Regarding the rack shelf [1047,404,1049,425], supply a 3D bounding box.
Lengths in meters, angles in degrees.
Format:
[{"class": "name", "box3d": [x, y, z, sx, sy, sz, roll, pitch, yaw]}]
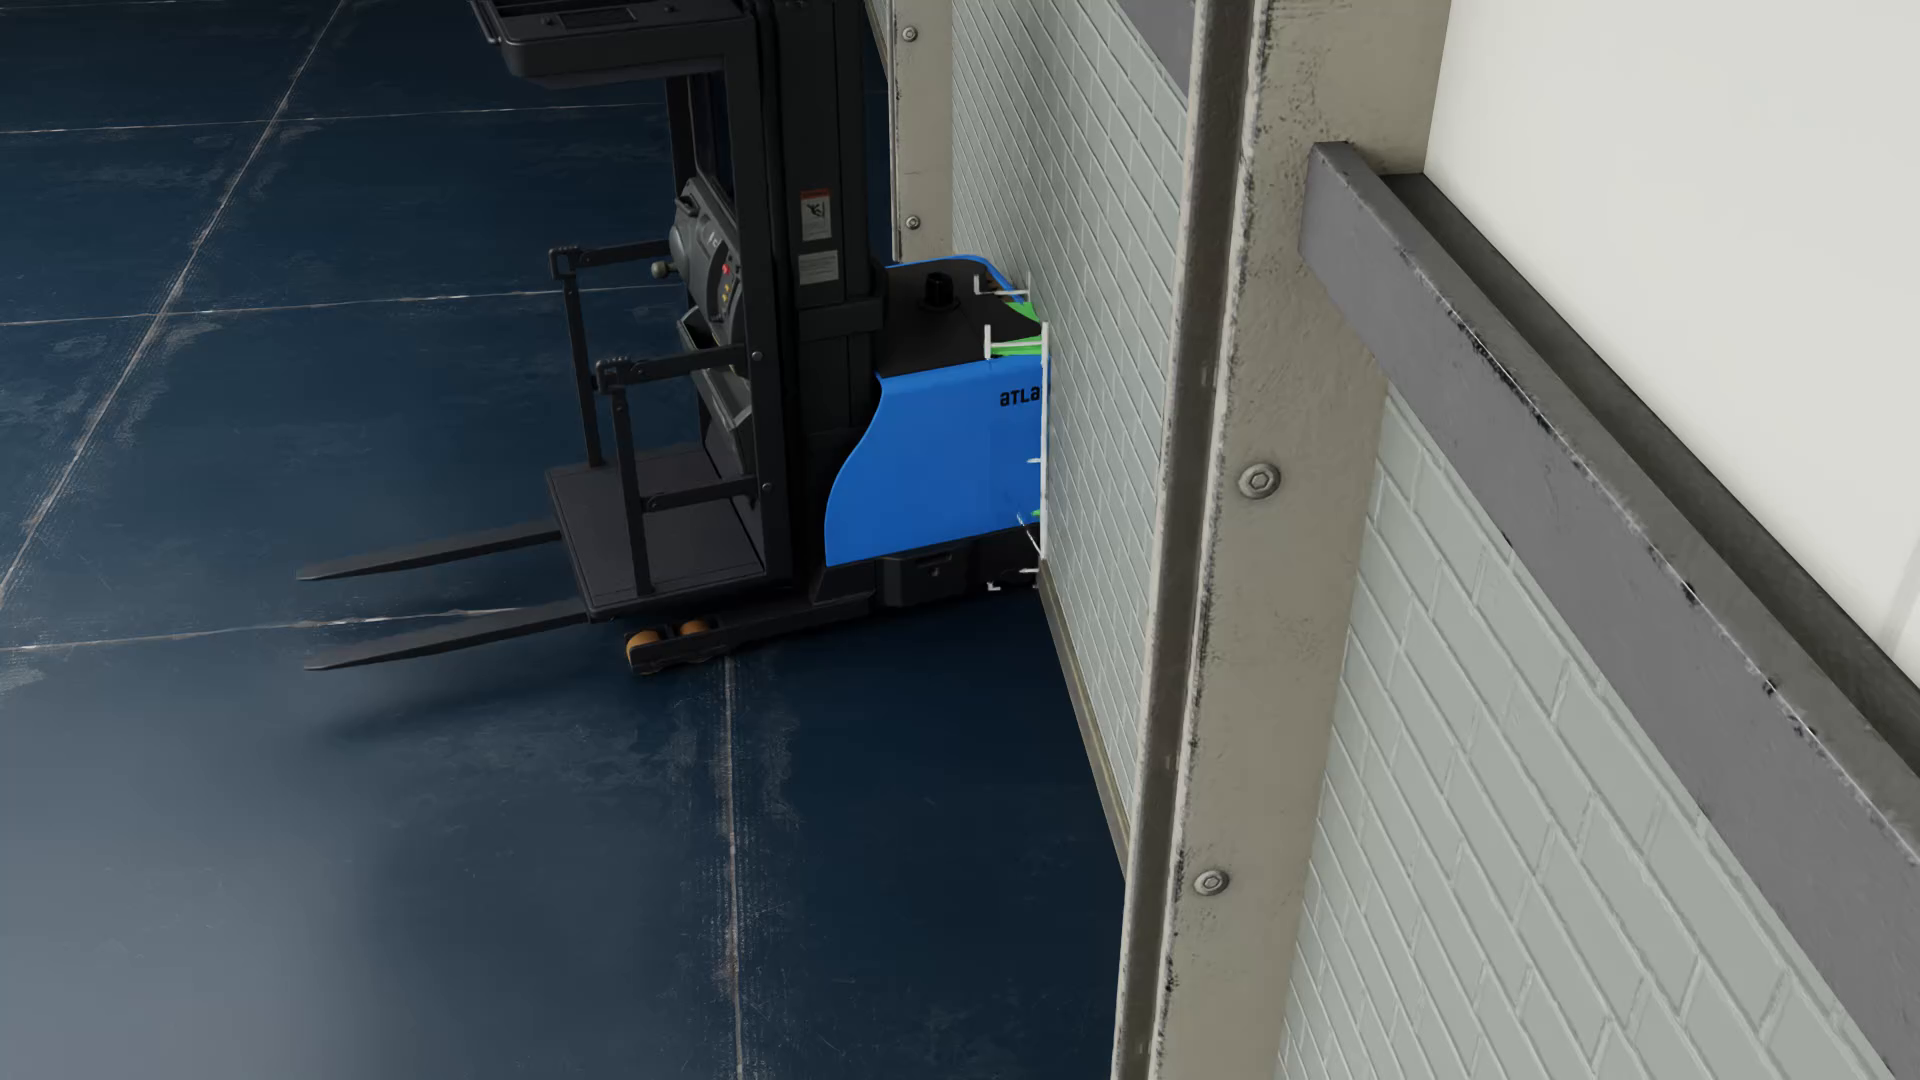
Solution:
[{"class": "rack shelf", "box3d": [0.203, -0.587, 6.730, 0.258, 0.148, 0.480, -3, 32, -3]}]

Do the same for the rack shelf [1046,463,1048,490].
[{"class": "rack shelf", "box3d": [0.207, -0.383, 6.857, 0.258, 0.148, 0.480, -3, 32, -3]}]

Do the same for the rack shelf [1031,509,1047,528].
[{"class": "rack shelf", "box3d": [0.212, -0.180, 6.984, 0.258, 0.148, 0.480, -3, 32, -3]}]

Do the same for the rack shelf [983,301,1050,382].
[{"class": "rack shelf", "box3d": [0.198, -0.791, 6.604, 0.258, 0.148, 0.480, -3, 32, -3]}]

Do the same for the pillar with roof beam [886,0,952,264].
[{"class": "pillar with roof beam", "box3d": [-4.478, -4.938, 6.505, 9.100, 9.000, 0.400, -4, 35, -6]}]

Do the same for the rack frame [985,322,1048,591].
[{"class": "rack frame", "box3d": [0.224, -0.309, 6.617, 0.240, 1.200, 0.015, -3, 32, -3]}]

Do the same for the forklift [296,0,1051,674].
[{"class": "forklift", "box3d": [-1.127, -1.026, 6.153, 3.031, 2.935, 1.130, -12, 36, -17]}]

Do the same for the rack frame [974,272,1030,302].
[{"class": "rack frame", "box3d": [0.188, -0.566, 7.030, 0.240, 1.200, 0.015, -3, 32, -3]}]

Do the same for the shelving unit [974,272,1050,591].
[{"class": "shelving unit", "box3d": [0.206, -0.438, 6.823, 0.258, 1.200, 0.503, -3, 32, -3]}]
